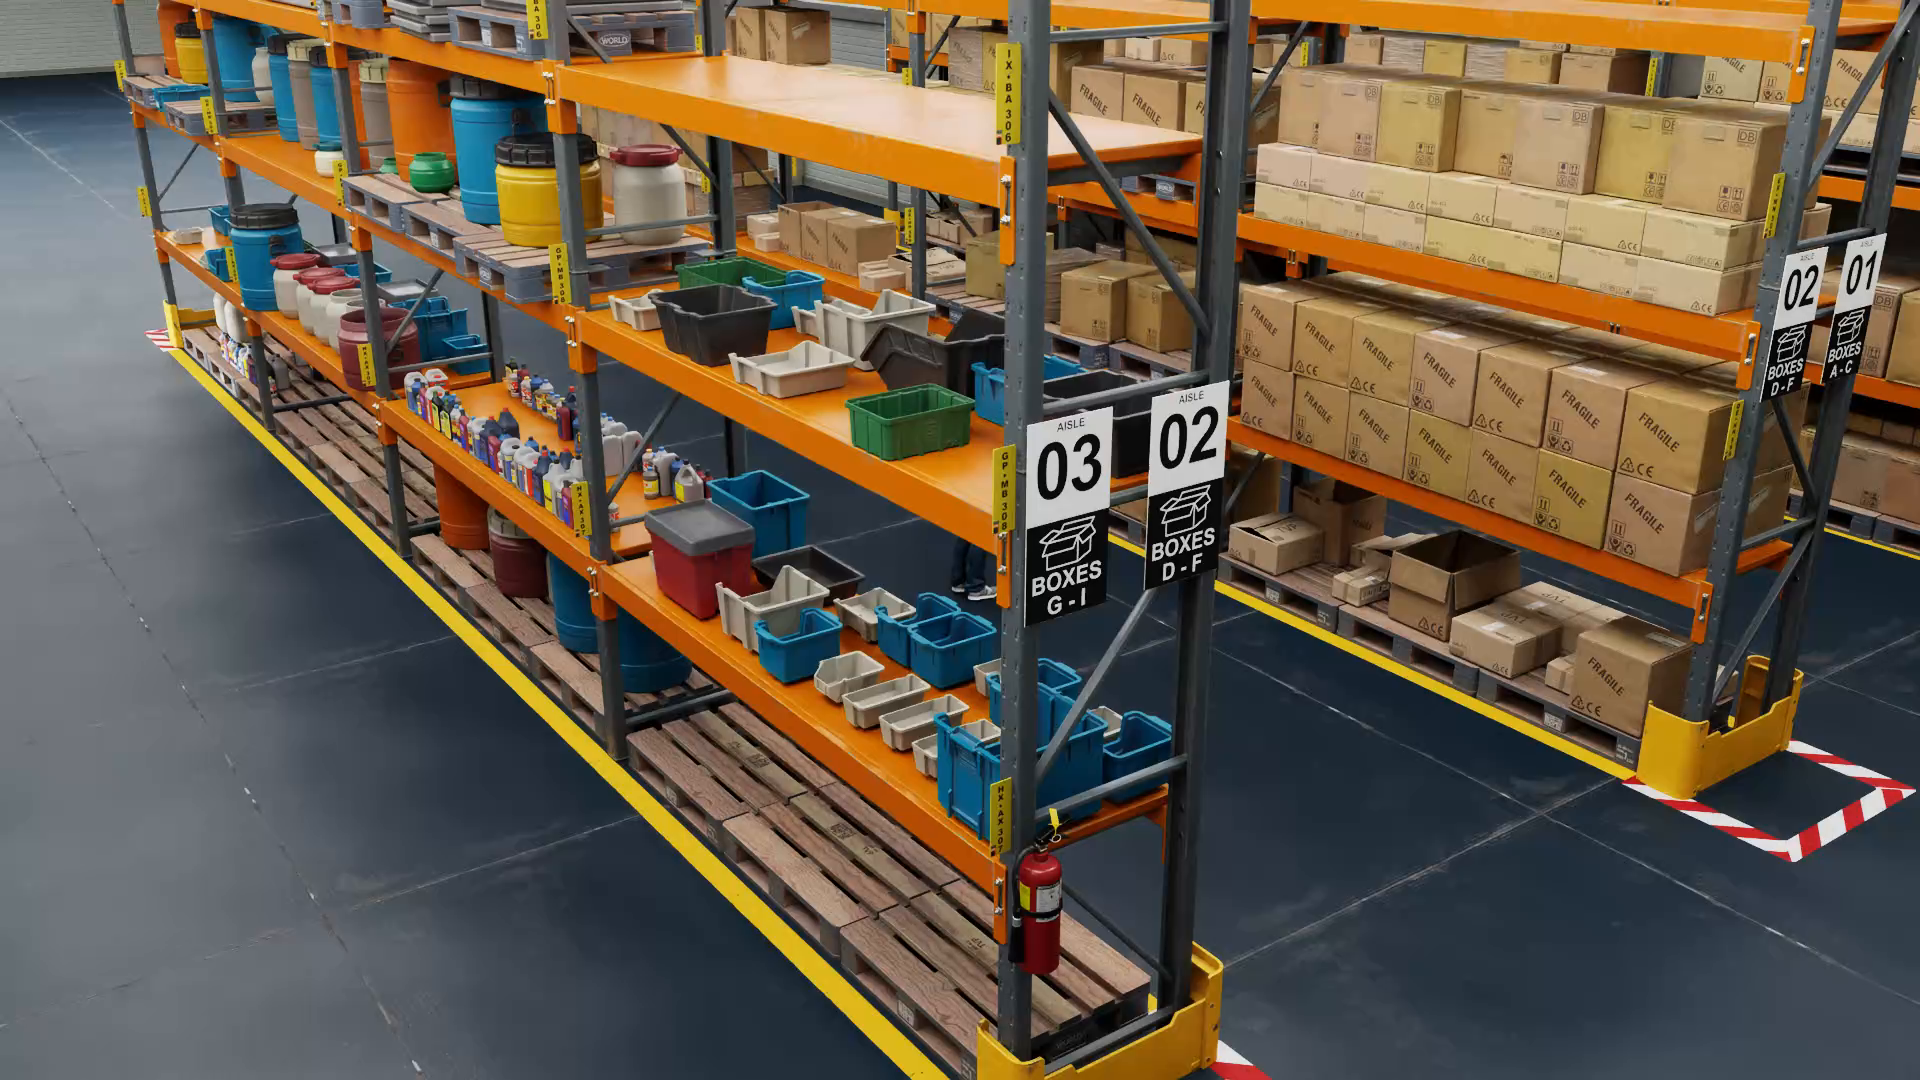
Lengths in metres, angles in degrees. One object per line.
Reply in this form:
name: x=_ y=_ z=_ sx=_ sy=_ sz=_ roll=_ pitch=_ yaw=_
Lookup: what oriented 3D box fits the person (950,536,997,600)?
person: x=0.150 y=-0.353 z=12.270 sx=0.497 sy=1.588 sz=0.406 roll=-15 pitch=26 yaw=-32
